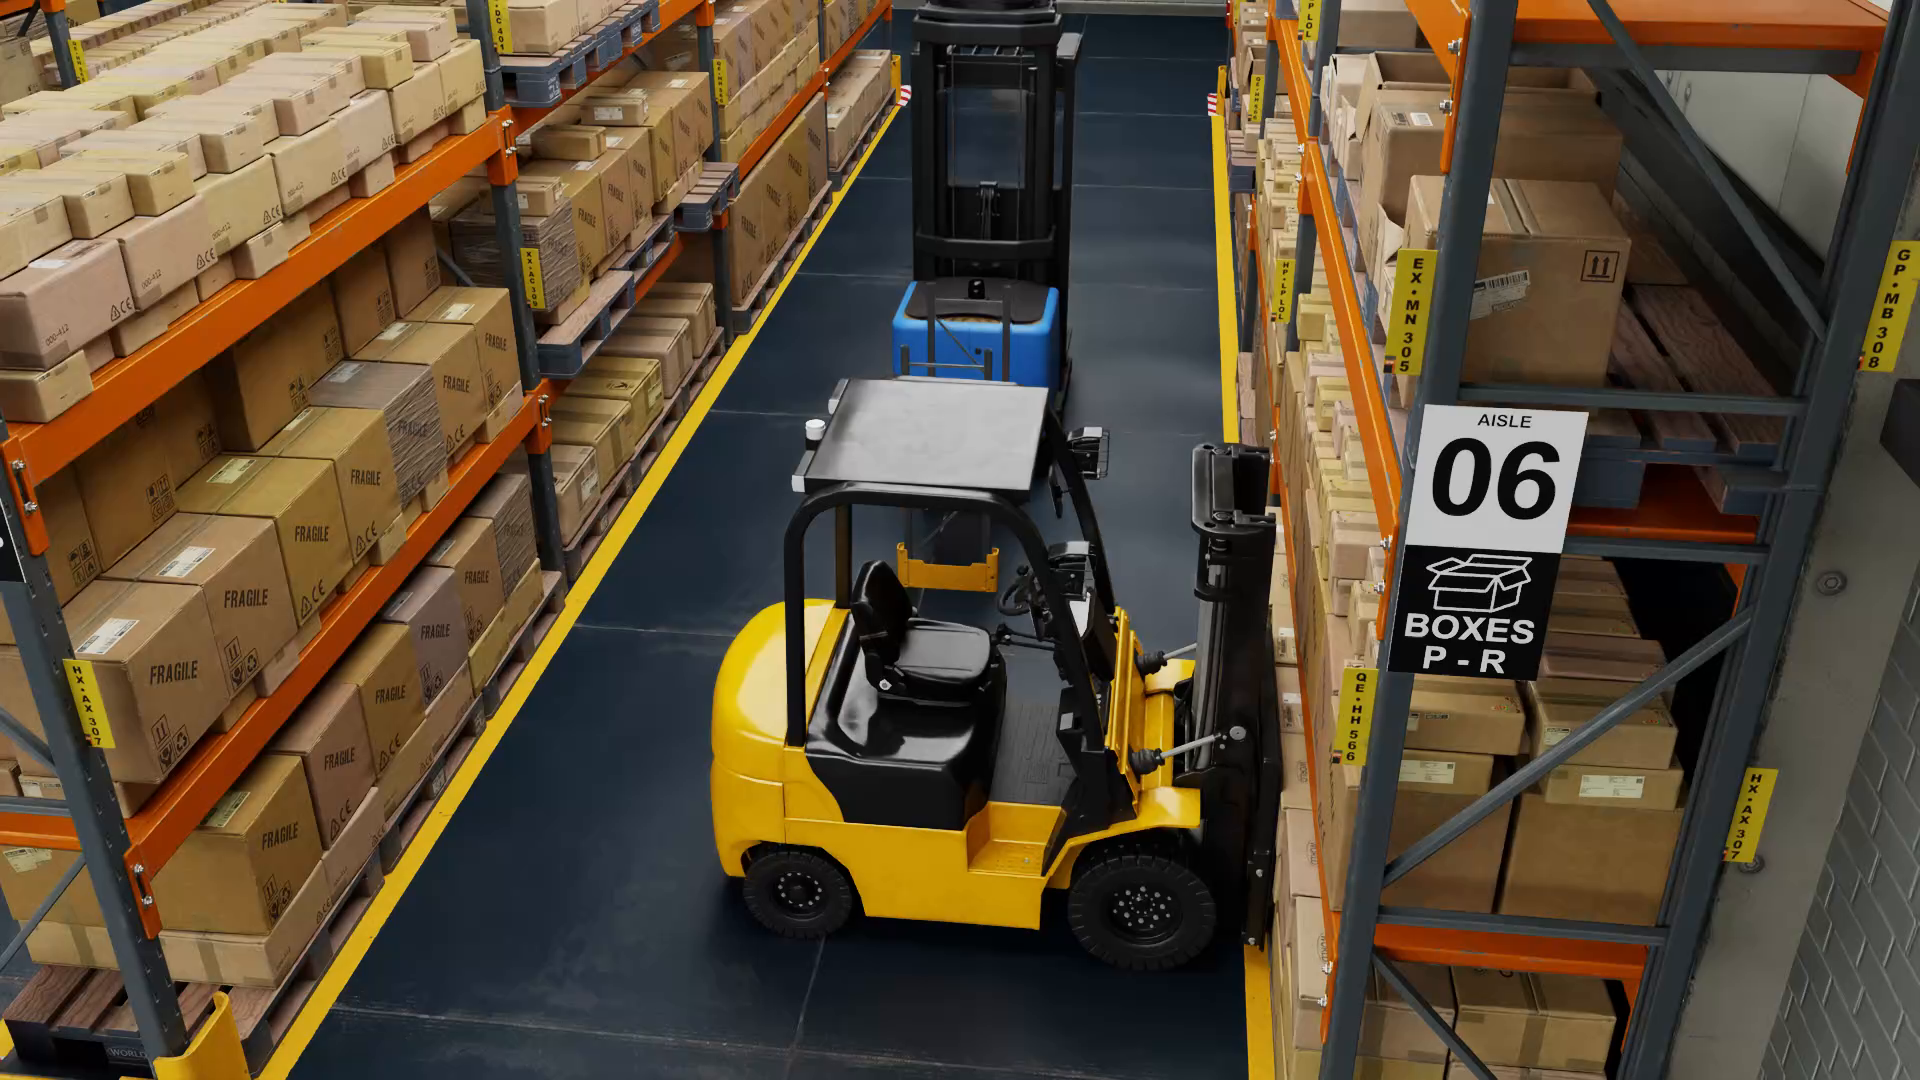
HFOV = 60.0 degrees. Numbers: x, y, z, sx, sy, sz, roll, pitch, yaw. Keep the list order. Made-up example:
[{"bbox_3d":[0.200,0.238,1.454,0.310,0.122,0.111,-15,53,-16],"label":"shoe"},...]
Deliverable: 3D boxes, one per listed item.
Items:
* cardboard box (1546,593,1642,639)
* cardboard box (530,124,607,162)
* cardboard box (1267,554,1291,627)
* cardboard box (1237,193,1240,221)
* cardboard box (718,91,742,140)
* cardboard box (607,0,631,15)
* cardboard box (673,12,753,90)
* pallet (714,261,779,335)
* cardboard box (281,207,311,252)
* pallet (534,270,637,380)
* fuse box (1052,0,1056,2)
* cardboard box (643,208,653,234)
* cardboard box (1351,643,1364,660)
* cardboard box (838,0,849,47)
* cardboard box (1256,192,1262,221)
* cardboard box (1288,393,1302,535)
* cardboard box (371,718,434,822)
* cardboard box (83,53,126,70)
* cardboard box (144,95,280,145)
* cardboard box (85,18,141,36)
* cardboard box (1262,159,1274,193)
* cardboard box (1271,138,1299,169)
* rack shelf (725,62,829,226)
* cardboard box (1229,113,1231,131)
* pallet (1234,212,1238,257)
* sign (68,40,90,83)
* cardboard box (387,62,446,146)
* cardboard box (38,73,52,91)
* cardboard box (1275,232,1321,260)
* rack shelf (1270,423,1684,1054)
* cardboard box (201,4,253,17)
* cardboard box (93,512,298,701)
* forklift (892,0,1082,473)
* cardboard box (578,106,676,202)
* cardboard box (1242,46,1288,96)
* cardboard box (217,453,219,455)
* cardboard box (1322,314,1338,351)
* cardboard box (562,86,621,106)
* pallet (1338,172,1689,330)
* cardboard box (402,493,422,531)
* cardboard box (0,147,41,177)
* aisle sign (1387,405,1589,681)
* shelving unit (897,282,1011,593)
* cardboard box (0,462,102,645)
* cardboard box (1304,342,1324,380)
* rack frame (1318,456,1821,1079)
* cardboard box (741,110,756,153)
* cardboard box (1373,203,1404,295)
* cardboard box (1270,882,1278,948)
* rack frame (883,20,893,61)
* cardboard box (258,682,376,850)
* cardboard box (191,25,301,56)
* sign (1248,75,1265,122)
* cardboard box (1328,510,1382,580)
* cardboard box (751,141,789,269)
[{"bbox_3d":[1.991,0.299,5.429,0.380,0.149,0.250,4,29,7],"label":"cardboard box"},{"bbox_3d":[-2.343,-2.381,9.961,0.380,0.149,0.250,5,29,9],"label":"cardboard box"},{"bbox_3d":[1.700,0.304,7.925,0.500,0.250,0.500,3,28,6],"label":"cardboard box"},{"bbox_3d":[2.786,-3.115,15.062,0.500,0.500,0.500,3,28,6],"label":"cardboard box"},{"bbox_3d":[-1.986,-3.279,12.804,0.500,0.250,0.500,3,28,6],"label":"cardboard box"},{"bbox_3d":[-2.213,-3.186,9.553,0.500,0.250,0.500,3,28,6],"label":"cardboard box"},{"bbox_3d":[-1.939,-3.837,13.049,0.500,0.500,0.500,3,29,6],"label":"cardboard box"},{"bbox_3d":[-2.121,-2.040,13.813,1.003,0.211,1.213,3,28,6],"label":"pallet"},{"bbox_3d":[-2.764,-1.217,6.448,0.380,0.149,0.250,3,28,5],"label":"cardboard box"},{"bbox_3d":[-2.545,-1.284,9.674,1.003,0.211,1.213,3,28,6],"label":"pallet"},{"bbox_3d":[1.422,-8.564,24.342,0.539,1.711,0.414,3,28,6],"label":"fuse box"},{"bbox_3d":[-2.211,-2.073,10.757,0.380,0.149,0.250,2,28,5],"label":"cardboard box"},{"bbox_3d":[1.513,0.402,5.551,0.380,0.149,0.250,4,29,7],"label":"cardboard box"},{"bbox_3d":[-1.420,-5.270,16.763,0.500,0.500,0.500,4,29,7],"label":"cardboard box"},{"bbox_3d":[2.337,-2.353,11.613,0.500,0.250,0.500,3,29,6],"label":"cardboard box"},{"bbox_3d":[1.783,-0.335,7.604,0.500,0.500,0.500,4,29,7],"label":"cardboard box"},{"bbox_3d":[-2.775,1.030,7.632,0.500,0.250,0.500,5,29,10],"label":"cardboard box"},{"bbox_3d":[-6.939,-3.810,13.354,0.380,0.149,0.250,3,28,5],"label":"cardboard box"},{"bbox_3d":[-2.809,-1.566,6.255,0.380,0.149,0.250,4,29,7],"label":"cardboard box"},{"bbox_3d":[-7.420,-4.465,14.570,0.380,0.149,0.250,4,29,8],"label":"cardboard box"},{"bbox_3d":[2.275,-2.337,11.057,0.500,0.250,0.500,4,29,8],"label":"cardboard box"},{"bbox_3d":[2.265,-2.562,11.054,0.380,0.149,0.250,4,29,8],"label":"cardboard box"},{"bbox_3d":[-2.048,-3.525,14.389,1.077,0.370,4.000,3,28,6],"label":"rack shelf"},{"bbox_3d":[3.138,-4.538,17.704,0.500,0.500,0.500,4,29,7],"label":"cardboard box"},{"bbox_3d":[3.062,-2.884,15.380,1.003,0.211,1.213,3,28,6],"label":"pallet"},{"bbox_3d":[-6.667,-3.620,12.585,0.100,0.325,0.005,3,28,6],"label":"sign"},{"bbox_3d":[-2.631,-1.942,7.373,0.500,0.250,0.500,3,28,5],"label":"cardboard box"},{"bbox_3d":[-7.578,-3.730,13.520,0.380,0.149,0.250,4,29,8],"label":"cardboard box"},{"bbox_3d":[1.962,-1.600,9.268,0.380,0.149,0.250,2,28,5],"label":"cardboard box"},{"bbox_3d":[1.899,0.527,6.867,1.077,0.370,4.000,3,28,6],"label":"rack shelf"},{"bbox_3d":[-6.681,-4.788,15.169,0.380,0.149,0.250,3,28,6],"label":"cardboard box"},{"bbox_3d":[-2.879,0.239,6.224,0.500,0.500,0.500,4,29,8],"label":"cardboard box"},{"bbox_3d":[0.248,-2.406,11.625,1.130,2.935,3.031,3,29,6],"label":"forklift"},{"bbox_3d":[-2.186,-2.548,10.956,0.500,0.500,0.500,1,28,3],"label":"cardboard box"},{"bbox_3d":[2.650,-3.623,13.261,0.797,0.503,0.637,3,28,5],"label":"cardboard box"},{"bbox_3d":[-3.268,-0.289,7.205,0.500,0.500,0.500,4,29,7],"label":"cardboard box"},{"bbox_3d":[1.885,-0.929,7.709,0.380,0.149,0.250,4,29,7],"label":"cardboard box"},{"bbox_3d":[-2.634,-2.816,11.453,0.500,0.500,0.500,5,29,9],"label":"cardboard box"},{"bbox_3d":[1.913,-1.037,5.942,1.003,0.211,1.213,3,28,6],"label":"pallet"},{"bbox_3d":[-2.702,-0.141,7.614,0.380,0.149,0.250,3,28,5],"label":"cardboard box"},{"bbox_3d":[-3.360,-1.229,5.630,0.380,0.149,0.250,4,29,7],"label":"cardboard box"},{"bbox_3d":[1.354,0.021,4.307,0.394,0.787,0.004,3,28,6],"label":"aisle sign"},{"bbox_3d":[-0.009,-0.624,9.828,0.587,1.500,1.083,3,28,6],"label":"shelving unit"},{"bbox_3d":[-3.427,-0.003,5.620,0.700,0.500,0.500,3,28,5],"label":"cardboard box"},{"bbox_3d":[1.813,-0.804,7.790,0.380,0.149,0.250,4,29,7],"label":"cardboard box"},{"bbox_3d":[1.654,1.152,4.949,1.000,3.000,0.127,3,28,6],"label":"rack frame"},{"bbox_3d":[-1.938,-3.293,13.358,0.500,0.250,0.500,3,28,5],"label":"cardboard box"},{"bbox_3d":[1.485,-0.865,5.124,0.396,0.266,0.258,3,29,6],"label":"cardboard box"},{"bbox_3d":[1.538,1.470,6.816,0.500,0.250,0.500,4,29,7],"label":"cardboard box"},{"bbox_3d":[-1.313,-6.666,19.461,1.000,3.000,0.127,3,28,6],"label":"rack frame"},{"bbox_3d":[-2.838,0.940,7.009,0.500,0.500,0.500,2,28,4],"label":"cardboard box"},{"bbox_3d":[-3.190,-2.201,7.435,0.380,0.149,0.250,2,28,5],"label":"cardboard box"},{"bbox_3d":[2.094,-3.116,11.733,0.100,0.325,0.005,3,28,6],"label":"sign"},{"bbox_3d":[1.519,0.026,5.936,0.380,0.149,0.250,4,29,7],"label":"cardboard box"},{"bbox_3d":[-2.012,-2.890,14.249,0.875,0.875,0.875,4,29,7],"label":"cardboard box"}]
